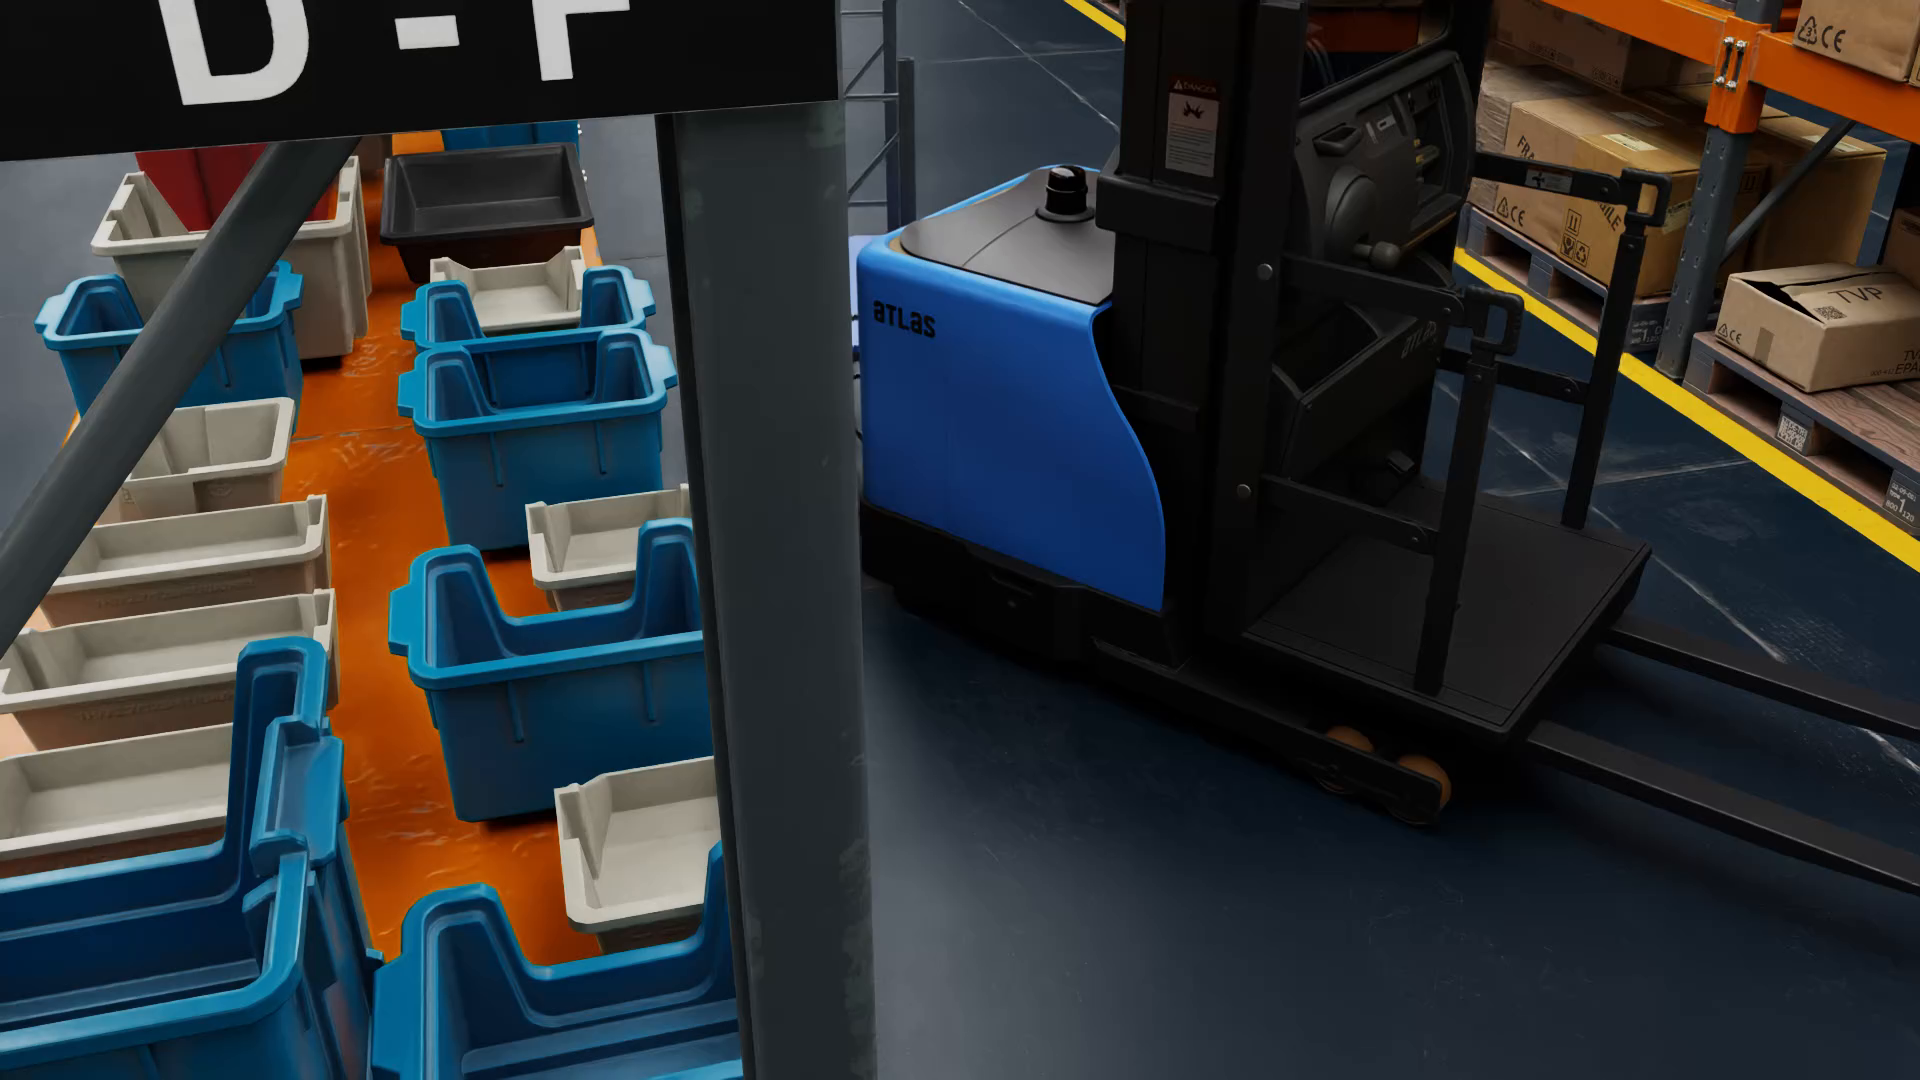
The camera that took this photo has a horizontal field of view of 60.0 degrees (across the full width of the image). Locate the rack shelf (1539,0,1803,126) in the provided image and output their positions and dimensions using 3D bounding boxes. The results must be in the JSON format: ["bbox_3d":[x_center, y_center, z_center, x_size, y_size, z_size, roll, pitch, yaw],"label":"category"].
[{"bbox_3d":[2.628,-2.646,7.545,1.077,0.370,4.000,-8,31,-13],"label":"rack shelf"}]

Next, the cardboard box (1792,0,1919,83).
[{"bbox_3d":[3.032,-1.752,5.183,0.500,0.500,0.500,-7,31,-12],"label":"cardboard box"}]

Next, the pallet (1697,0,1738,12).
[{"bbox_3d":[3.052,-2.309,6.436,1.003,0.211,1.213,-8,31,-13],"label":"pallet"}]

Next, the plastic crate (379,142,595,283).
[{"bbox_3d":[-1.061,-0.737,3.743,0.437,0.125,0.590,-8,31,-13],"label":"plastic crate"}]

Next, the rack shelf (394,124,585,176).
[{"bbox_3d":[-2.148,-1.989,6.410,1.077,0.370,4.000,-8,31,-13],"label":"rack shelf"}]

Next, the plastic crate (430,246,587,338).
[{"bbox_3d":[-0.865,-0.445,3.228,0.293,0.136,0.466,-8,31,-13],"label":"plastic crate"}]

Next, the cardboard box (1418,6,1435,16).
[{"bbox_3d":[2.572,-2.611,8.823,0.500,0.500,0.500,-7,31,-11],"label":"cardboard box"}]

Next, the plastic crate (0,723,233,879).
[{"bbox_3d":[-0.947,0.316,1.914,0.396,0.136,0.243,-8,31,-13],"label":"plastic crate"}]

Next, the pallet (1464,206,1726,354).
[{"bbox_3d":[2.907,-1.172,7.065,1.003,0.211,1.213,-8,31,-13],"label":"pallet"}]

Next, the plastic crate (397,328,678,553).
[{"bbox_3d":[-0.653,-0.155,2.631,0.416,0.233,0.300,-8,31,-13],"label":"plastic crate"}]

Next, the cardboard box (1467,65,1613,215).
[{"bbox_3d":[2.496,-1.782,7.391,0.500,0.500,0.500,-7,31,-13],"label":"cardboard box"}]

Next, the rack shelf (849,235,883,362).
[{"bbox_3d":[-0.417,-0.746,5.401,0.538,0.185,1.000,-2,30,-4],"label":"rack shelf"}]

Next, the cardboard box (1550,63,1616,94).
[{"bbox_3d":[2.988,-1.864,7.533,0.500,0.500,0.500,-7,31,-13],"label":"cardboard box"}]

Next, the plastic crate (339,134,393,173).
[{"bbox_3d":[-1.632,-1.003,4.191,0.396,0.136,0.243,-8,31,-13],"label":"plastic crate"}]

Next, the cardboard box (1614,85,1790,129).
[{"bbox_3d":[3.113,-1.622,7.114,0.500,0.500,0.500,-7,31,-13],"label":"cardboard box"}]

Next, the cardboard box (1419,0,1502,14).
[{"bbox_3d":[2.591,-2.909,8.589,0.500,0.250,0.500,-7,31,-11],"label":"cardboard box"}]

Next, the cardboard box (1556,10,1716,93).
[{"bbox_3d":[3.000,-2.173,7.318,0.500,0.250,0.500,-8,31,-13],"label":"cardboard box"}]

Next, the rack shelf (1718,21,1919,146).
[{"bbox_3d":[3.690,-0.714,4.207,1.077,0.370,4.000,-8,31,-13],"label":"rack shelf"}]

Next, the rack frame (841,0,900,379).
[{"bbox_3d":[-0.459,-1.156,5.750,0.500,1.500,0.032,-2,30,-4],"label":"rack frame"}]

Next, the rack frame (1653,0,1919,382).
[{"bbox_3d":[3.159,-1.991,5.696,1.000,3.000,0.127,-8,31,-13],"label":"rack frame"}]

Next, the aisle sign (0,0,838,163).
[{"bbox_3d":[-0.250,-0.532,0.581,0.394,0.787,0.004,-8,31,-13],"label":"aisle sign"}]

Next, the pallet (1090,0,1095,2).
[{"bbox_3d":[1.269,-4.298,12.464,1.003,0.211,1.213,-8,31,-13],"label":"pallet"}]

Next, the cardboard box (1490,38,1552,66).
[{"bbox_3d":[2.854,-2.109,7.955,0.500,0.500,0.500,-9,31,-15],"label":"cardboard box"}]

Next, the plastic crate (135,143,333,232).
[{"bbox_3d":[-1.622,-0.924,3.728,0.402,0.464,0.583,-8,31,-13],"label":"plastic crate"}]

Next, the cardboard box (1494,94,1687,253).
[{"bbox_3d":[2.629,-1.540,6.972,0.500,0.500,0.500,-8,31,-13],"label":"cardboard box"}]

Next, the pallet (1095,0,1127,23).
[{"bbox_3d":[1.596,-3.707,11.444,1.003,0.211,1.213,-8,31,-13],"label":"pallet"}]

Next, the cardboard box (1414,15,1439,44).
[{"bbox_3d":[2.215,-2.279,8.249,0.500,0.500,0.500,-8,31,-14],"label":"cardboard box"}]

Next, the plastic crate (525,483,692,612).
[{"bbox_3d":[-0.489,0.029,2.409,0.250,0.136,0.298,-8,31,-13],"label":"plastic crate"}]

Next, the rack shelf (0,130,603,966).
[{"bbox_3d":[-1.087,-0.057,3.073,1.077,0.370,4.000,-8,31,-13],"label":"rack shelf"}]

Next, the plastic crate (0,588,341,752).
[{"bbox_3d":[-1.010,0.174,2.159,0.396,0.136,0.243,-8,31,-13],"label":"plastic crate"}]

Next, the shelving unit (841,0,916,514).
[{"bbox_3d":[-0.417,-0.902,5.311,0.538,1.500,1.048,-2,30,-4],"label":"shelving unit"}]

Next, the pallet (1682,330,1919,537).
[{"bbox_3d":[3.341,-0.453,5.821,1.003,0.211,1.213,-8,31,-13],"label":"pallet"}]

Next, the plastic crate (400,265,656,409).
[{"bbox_3d":[-0.733,-0.300,2.881,0.416,0.233,0.300,-8,31,-13],"label":"plastic crate"}]

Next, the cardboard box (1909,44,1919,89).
[{"bbox_3d":[3.171,-1.505,4.757,0.500,0.500,0.500,-7,31,-12],"label":"cardboard box"}]

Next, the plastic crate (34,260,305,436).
[{"bbox_3d":[-1.348,-0.314,2.905,0.416,0.233,0.300,-8,31,-13],"label":"plastic crate"}]

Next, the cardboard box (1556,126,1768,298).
[{"bbox_3d":[2.752,-1.300,6.558,0.500,0.500,0.500,-8,31,-14],"label":"cardboard box"}]

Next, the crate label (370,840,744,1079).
[{"bbox_3d":[-0.304,0.481,1.532,0.416,0.233,0.303,-8,31,-13],"label":"crate label"}]

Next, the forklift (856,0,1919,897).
[{"bbox_3d":[1.185,-0.879,3.843,3.031,2.935,1.130,21,36,31],"label":"forklift"}]

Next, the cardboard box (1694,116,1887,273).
[{"bbox_3d":[3.266,-1.366,6.672,0.500,0.500,0.500,-9,31,-16],"label":"cardboard box"}]

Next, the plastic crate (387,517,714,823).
[{"bbox_3d":[-0.479,0.163,2.082,0.416,0.233,0.300,-8,31,-13],"label":"plastic crate"}]

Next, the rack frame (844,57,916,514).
[{"bbox_3d":[-0.375,-0.648,4.873,0.500,1.500,0.032,-2,30,-4],"label":"rack frame"}]

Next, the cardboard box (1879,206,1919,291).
[{"bbox_3d":[3.584,-0.862,5.802,0.500,0.500,0.500,-8,31,-13],"label":"cardboard box"}]

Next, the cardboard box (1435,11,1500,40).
[{"bbox_3d":[2.709,-2.361,8.391,0.500,0.500,0.500,-9,31,-15],"label":"cardboard box"}]

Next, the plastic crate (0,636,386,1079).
[{"bbox_3d":[-0.825,0.419,1.436,0.616,0.435,0.499,-8,31,-13],"label":"plastic crate"}]

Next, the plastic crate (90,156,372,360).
[{"bbox_3d":[-1.390,-0.547,3.260,0.437,0.282,0.530,-8,31,-13],"label":"plastic crate"}]

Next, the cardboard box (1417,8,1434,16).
[{"bbox_3d":[2.087,-2.522,8.669,0.500,0.500,0.500,-9,31,-15],"label":"cardboard box"}]

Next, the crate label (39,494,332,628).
[{"bbox_3d":[-1.107,0.043,2.385,0.396,0.136,0.243,-8,31,-13],"label":"crate label"}]

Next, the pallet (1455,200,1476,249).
[{"bbox_3d":[2.579,-1.763,8.085,1.003,0.211,1.213,-8,31,-13],"label":"pallet"}]

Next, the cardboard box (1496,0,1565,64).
[{"bbox_3d":[2.867,-2.416,7.737,0.500,0.250,0.500,-8,31,-14],"label":"cardboard box"}]

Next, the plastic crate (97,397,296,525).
[{"bbox_3d":[-1.204,-0.098,2.628,0.298,0.136,0.250,-8,31,-13],"label":"plastic crate"}]

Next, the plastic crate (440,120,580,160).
[{"bbox_3d":[-1.165,-1.173,4.239,0.392,0.384,0.575,-8,31,-13],"label":"plastic crate"}]

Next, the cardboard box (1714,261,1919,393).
[{"bbox_3d":[3.062,-0.787,5.860,0.500,0.311,0.500,-8,31,-13],"label":"cardboard box"}]

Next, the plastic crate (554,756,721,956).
[{"bbox_3d":[-0.309,0.357,1.843,0.250,0.136,0.298,-8,31,-13],"label":"plastic crate"}]

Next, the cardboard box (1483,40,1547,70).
[{"bbox_3d":[2.359,-2.028,7.815,0.500,0.500,0.500,-9,31,-15],"label":"cardboard box"}]
